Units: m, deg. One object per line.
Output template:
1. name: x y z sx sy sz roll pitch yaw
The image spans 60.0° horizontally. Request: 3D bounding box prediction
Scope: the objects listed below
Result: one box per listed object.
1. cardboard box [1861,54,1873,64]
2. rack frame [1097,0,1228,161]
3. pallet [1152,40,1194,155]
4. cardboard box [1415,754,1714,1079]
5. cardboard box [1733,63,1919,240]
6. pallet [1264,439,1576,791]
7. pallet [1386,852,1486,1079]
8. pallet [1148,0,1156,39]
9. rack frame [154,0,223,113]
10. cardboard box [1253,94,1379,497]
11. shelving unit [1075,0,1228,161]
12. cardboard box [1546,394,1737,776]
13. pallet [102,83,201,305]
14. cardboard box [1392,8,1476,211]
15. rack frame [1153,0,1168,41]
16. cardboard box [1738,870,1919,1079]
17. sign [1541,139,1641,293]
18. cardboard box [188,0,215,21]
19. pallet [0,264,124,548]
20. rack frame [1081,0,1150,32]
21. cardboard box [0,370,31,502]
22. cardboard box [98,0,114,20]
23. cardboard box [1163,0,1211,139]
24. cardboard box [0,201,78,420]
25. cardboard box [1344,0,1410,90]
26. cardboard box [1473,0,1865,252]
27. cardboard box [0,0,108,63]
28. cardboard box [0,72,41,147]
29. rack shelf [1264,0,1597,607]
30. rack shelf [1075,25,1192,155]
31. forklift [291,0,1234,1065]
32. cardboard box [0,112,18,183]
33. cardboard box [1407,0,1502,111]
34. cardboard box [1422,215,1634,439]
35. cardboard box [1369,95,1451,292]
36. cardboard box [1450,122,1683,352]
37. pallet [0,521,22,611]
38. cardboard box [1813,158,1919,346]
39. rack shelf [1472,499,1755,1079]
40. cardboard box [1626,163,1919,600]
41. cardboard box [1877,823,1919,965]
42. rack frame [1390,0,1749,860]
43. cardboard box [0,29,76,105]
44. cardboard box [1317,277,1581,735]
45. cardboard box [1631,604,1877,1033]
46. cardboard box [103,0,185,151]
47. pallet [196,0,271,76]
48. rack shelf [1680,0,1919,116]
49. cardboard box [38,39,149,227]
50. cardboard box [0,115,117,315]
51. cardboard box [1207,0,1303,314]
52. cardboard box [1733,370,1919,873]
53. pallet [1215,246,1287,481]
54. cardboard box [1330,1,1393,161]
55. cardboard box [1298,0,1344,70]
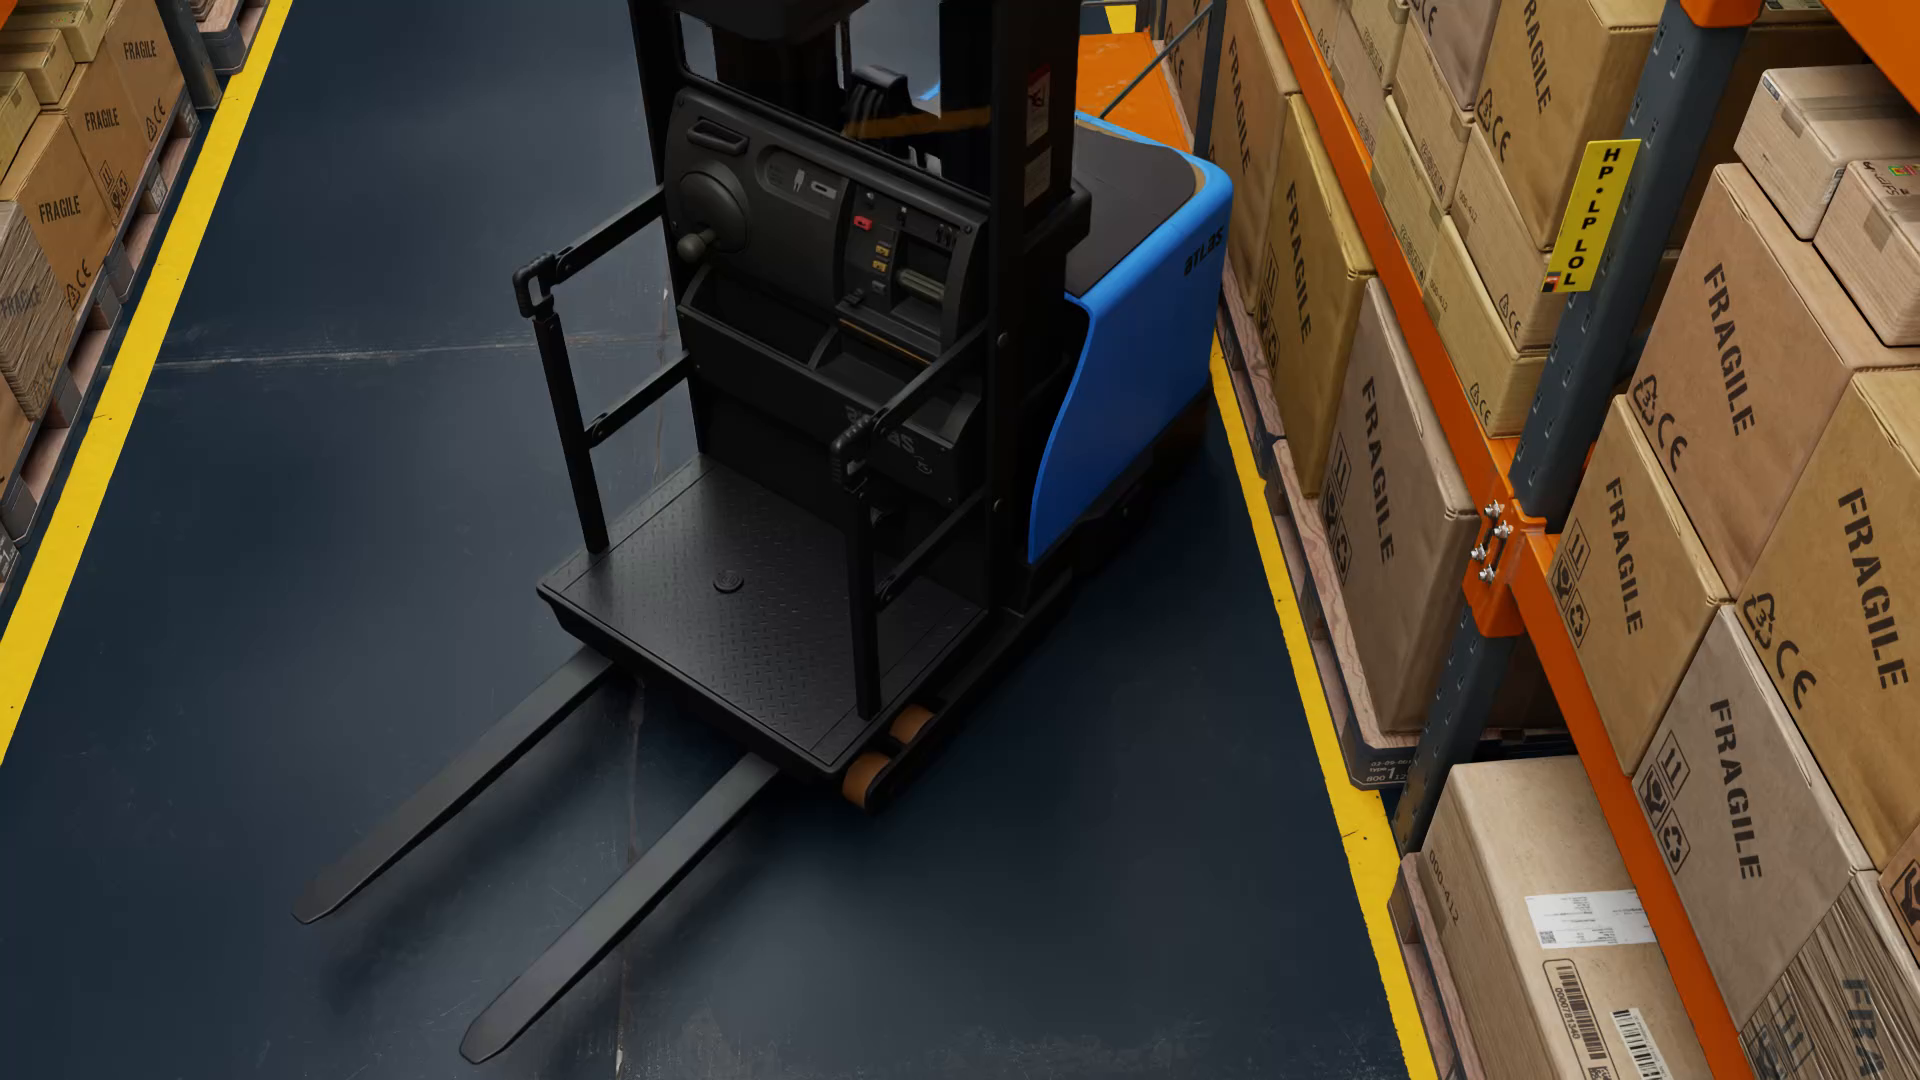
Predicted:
1. cardboard box: 1.923 -0.960 3.336 0.500 0.500 0.500 -3 47 -3
2. rack frame: 0.549 -1.213 5.366 0.500 1.500 0.032 -4 47 -4
3. pallet: 1.329 -1.606 6.626 1.003 0.211 1.213 -3 47 -3
4. cardboard box: 1.619 0.951 3.758 0.875 0.438 0.875 -4 47 -4
5. cardboard box: 1.441 -0.603 2.551 0.380 0.149 0.250 -4 47 -4
6. pallet: 1.534 0.159 4.954 1.003 0.211 1.213 -3 47 -3
7. pallet: 1.659 1.268 3.904 1.003 0.211 1.213 -3 47 -3
8. pallet: 1.274 -2.747 7.706 1.003 0.211 1.213 -3 47 -3
9. rack frame: -3.608 -2.836 5.870 1.000 3.000 0.127 -3 47 -3
10. cardboard box: 1.458 -0.757 5.075 0.875 0.875 0.875 -2 47 -2
11. shelving unit: 0.497 -1.574 5.708 0.587 1.500 1.083 -4 47 -4
12. cardboard box: 1.452 0.075 3.044 0.500 0.500 0.500 -2 47 -2
13. pallet: -3.583 -1.334 6.368 1.003 0.211 1.213 -3 47 -3
14. cardboard box: 1.345 -1.032 3.920 0.500 0.250 0.500 -2 47 -2
15. rack frame: 1.338 -3.140 6.158 1.000 3.000 0.127 -3 47 -3
16. cardboard box: 1.525 0.800 2.358 0.500 0.500 0.500 -3 47 -3
17. sign: 1.133 -0.577 2.988 0.100 0.325 0.005 -3 47 -3
18. cardboard box: -3.646 -2.616 7.008 0.875 0.625 0.625 -2 47 -2
19. pallet: -3.484 -0.454 5.534 1.003 0.211 1.213 -3 47 -3
20. rack frame: 0.444 -1.948 6.062 0.500 1.500 0.032 -4 47 -4
21. cardboard box: -3.181 -0.336 4.935 0.500 0.500 0.500 -5 47 -4
22. cardboard box: -3.314 -2.002 6.065 0.380 0.149 0.250 -6 47 -5
23. cardboard box: 1.313 -2.049 6.299 0.875 0.875 0.875 -4 47 -4
24. cardboard box: -3.218 -0.712 5.291 0.500 0.500 0.500 -5 47 -5
25. cardboard box: 1.295 -1.406 4.275 0.500 0.250 0.500 -2 47 -2
26. cardboard box: 1.386 -0.932 3.309 0.500 0.500 0.500 -2 47 -2
27. cardboard box: -3.260 -1.806 5.880 0.380 0.149 0.250 -6 47 -5
28. cardboard box: -3.305 -1.419 5.514 0.380 0.149 0.250 -2 47 -2
29. rack shelf: 1.506 -1.446 5.049 1.077 0.370 4.000 -3 47 -3
30. rack shelf: 0.496 -1.457 5.844 0.538 0.185 1.000 -4 47 -4
31. forklift: -0.475 -0.680 3.875 1.130 2.935 3.031 28 53 24
32. cardboard box: -3.284 -1.239 5.343 0.380 0.149 0.250 -4 47 -4
33. cardboard box: 1.335 -1.306 3.664 0.500 0.500 0.500 -3 47 -3
34. cardboard box: 1.384 -0.504 3.764 0.500 0.250 0.500 -4 47 -4
35. cardboard box: 1.343 -0.872 4.113 0.500 0.250 0.500 -4 47 -4
36. cardboard box: 1.394 -0.671 3.578 0.500 0.250 0.500 -4 47 -3
37. pallet: -3.378 0.431 4.696 1.003 0.211 1.213 -3 47 -3
38. cardboard box: 1.479 -0.419 2.376 0.380 0.149 0.250 -3 47 -3
39. rack shelf: 1.841 1.448 2.308 1.077 0.370 4.000 -3 47 -3
40. cardboard box: 1.472 -0.265 2.677 0.500 0.500 0.500 -3 47 -3
41. cardboard box: 1.539 0.472 1.979 0.500 0.500 0.500 -3 47 -3
42. rack frame: 1.673 -0.246 3.417 1.000 3.000 0.127 -3 47 -3
43. cardboard box: -3.282 -1.613 5.697 0.380 0.149 0.250 -5 47 -5
44. cardboard box: 1.542 -0.104 4.456 0.875 0.875 0.875 -2 47 -2
45. cardboard box: 1.490 0.439 2.699 0.500 0.500 0.500 -3 47 -3
46. cardboard box: -3.358 -1.828 6.347 0.500 0.500 0.500 -2 47 -2
47. pallet: -3.638 -2.475 7.448 1.003 0.211 1.213 -3 47 -3
48. rack shelf: 1.841 0.417 1.219 1.077 0.370 4.000 -3 47 -3
49. cardboard box: -3.327 -1.465 6.004 0.500 0.500 0.500 -4 47 -4
50. cardboard box: -3.280 -1.086 5.645 0.500 0.500 0.500 -2 47 -2
51. cardboard box: 1.384 -1.403 5.687 0.875 0.875 0.875 -3 47 -3
52. cardboard box: 1.508 0.101 2.331 0.500 0.500 0.500 -4 47 -4
53. pallet: 1.428 -0.726 5.792 1.003 0.211 1.213 -3 47 -3
54. cardboard box: 1.320 -1.238 4.460 0.500 0.250 0.500 -5 47 -4
55. cardboard box: 1.272 -1.612 4.814 0.500 0.250 0.500 -3 47 -3
